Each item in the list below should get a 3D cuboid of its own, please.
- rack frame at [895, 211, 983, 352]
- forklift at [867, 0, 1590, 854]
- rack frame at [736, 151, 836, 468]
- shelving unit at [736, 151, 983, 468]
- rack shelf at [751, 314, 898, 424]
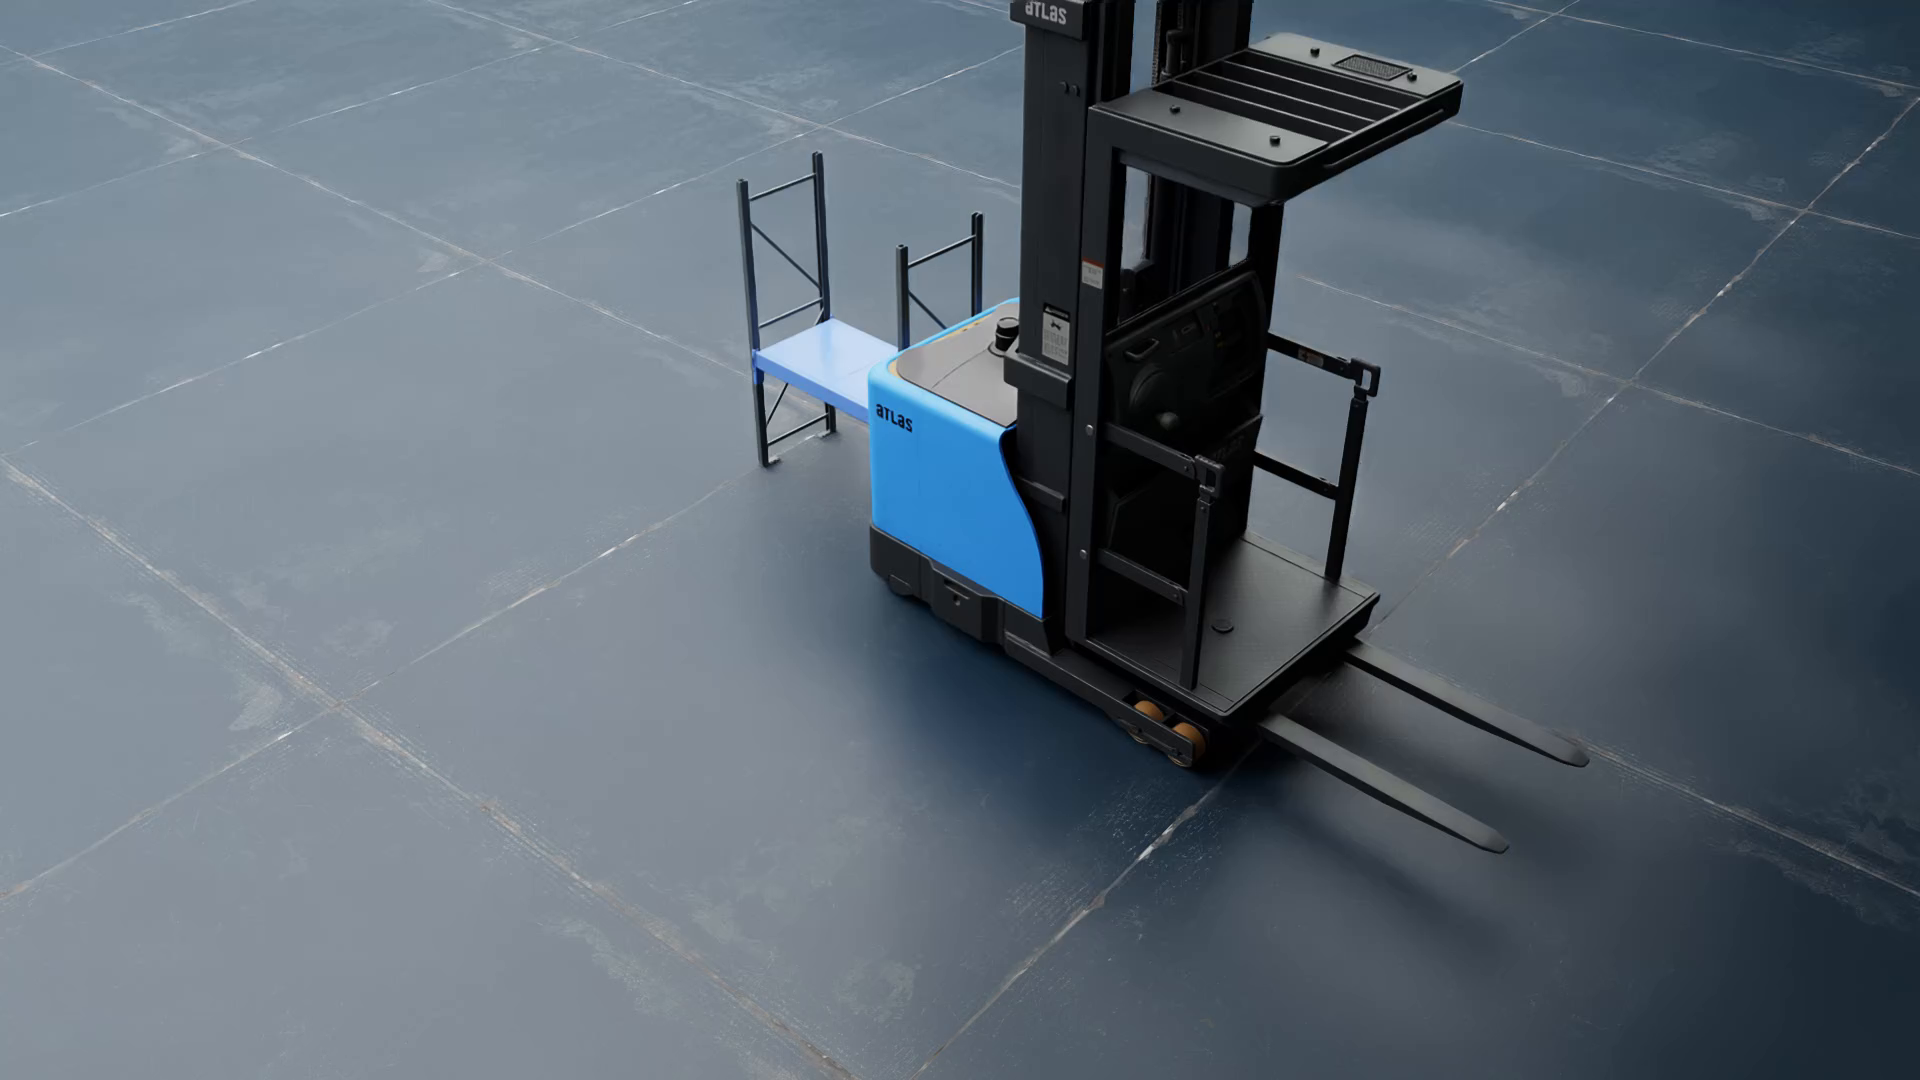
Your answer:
[{"bbox_3d":[-0.084,-0.690,7.430,0.032,1.500,0.500,28,43,35],"label":"rack frame"},{"bbox_3d":[1.013,-0.663,6.127,3.031,2.935,1.130,28,43,35],"label":"forklift"},{"bbox_3d":[-0.821,-1.086,8.007,0.032,1.500,0.500,28,43,35],"label":"rack frame"},{"bbox_3d":[-0.452,-0.888,7.718,1.048,1.500,0.538,28,43,35],"label":"shelving unit"},{"bbox_3d":[-0.452,-0.740,7.820,1.000,0.185,0.538,28,43,35],"label":"rack shelf"}]
